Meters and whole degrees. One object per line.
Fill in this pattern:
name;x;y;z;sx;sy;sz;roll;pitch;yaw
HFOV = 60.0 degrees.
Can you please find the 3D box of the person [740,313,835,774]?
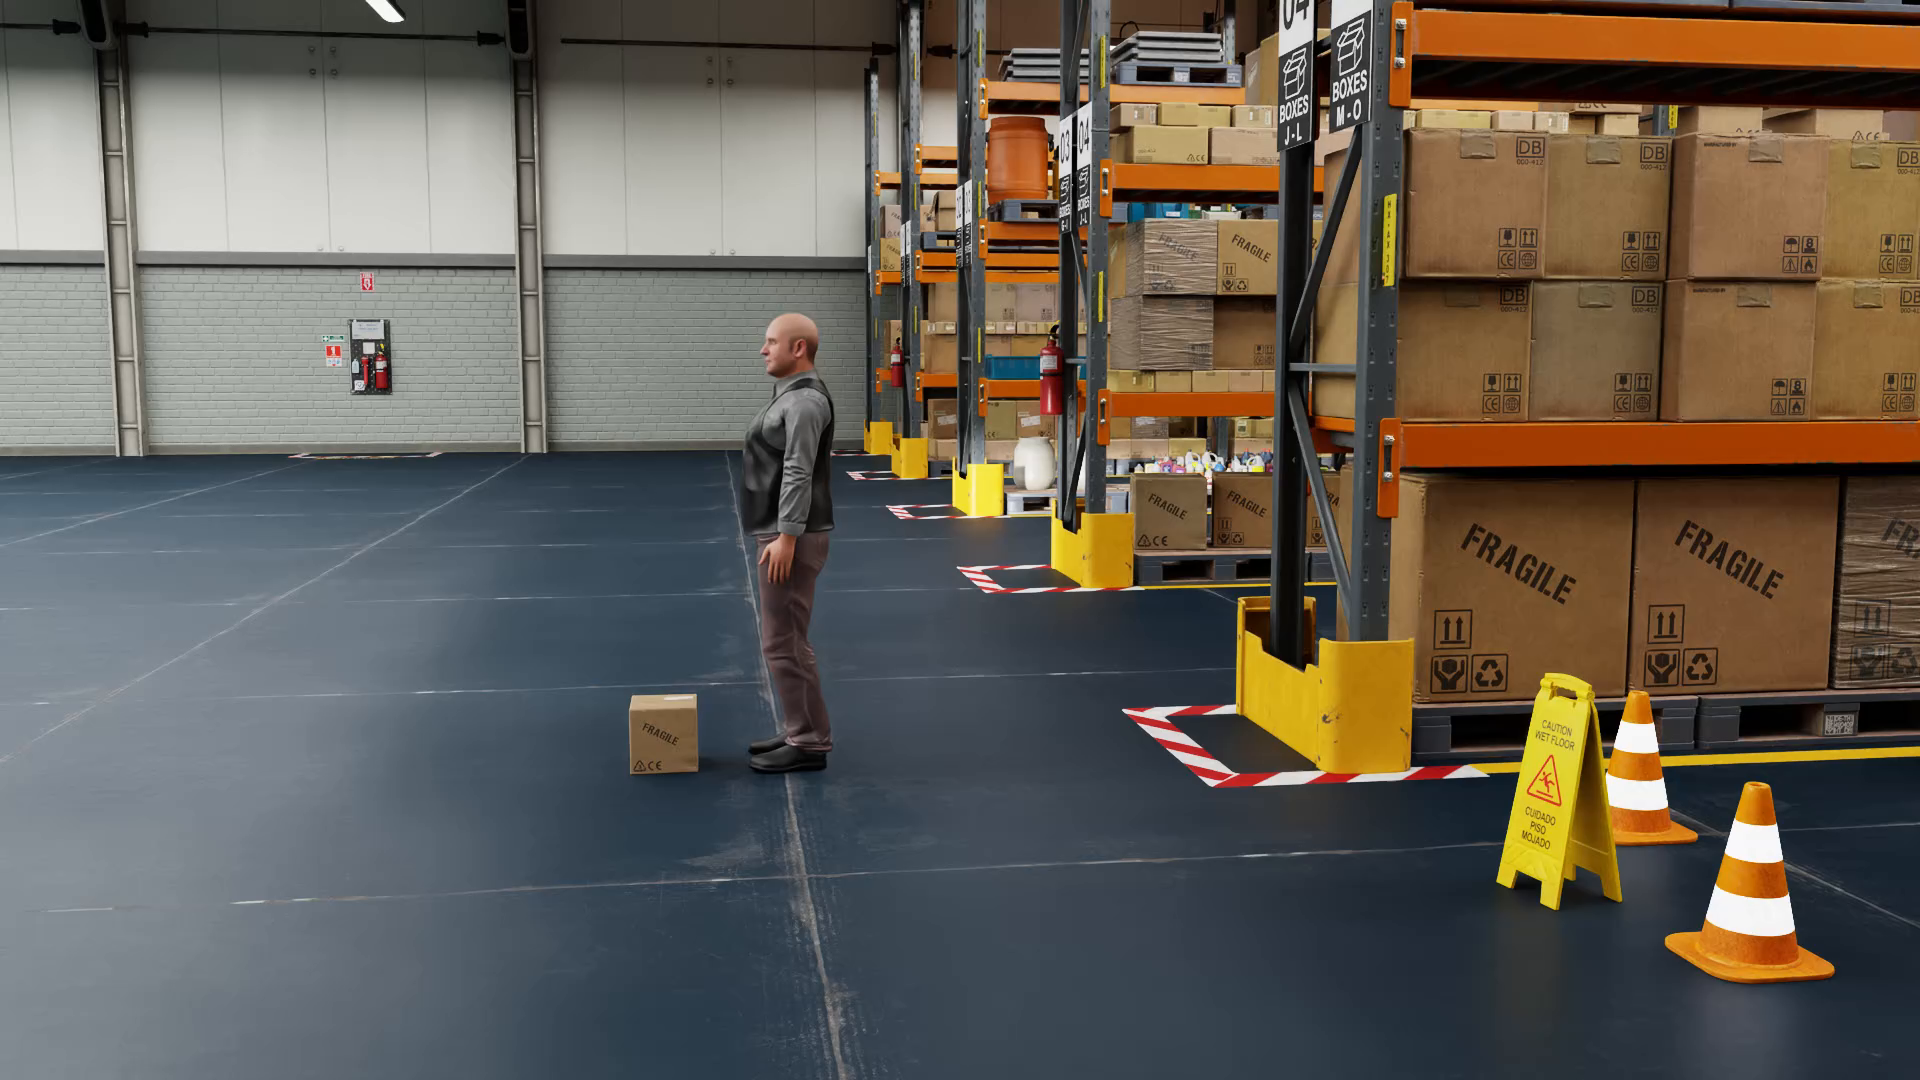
person;-0.650;0.005;6.305;0.360;1.717;0.532;-1;6;-7
